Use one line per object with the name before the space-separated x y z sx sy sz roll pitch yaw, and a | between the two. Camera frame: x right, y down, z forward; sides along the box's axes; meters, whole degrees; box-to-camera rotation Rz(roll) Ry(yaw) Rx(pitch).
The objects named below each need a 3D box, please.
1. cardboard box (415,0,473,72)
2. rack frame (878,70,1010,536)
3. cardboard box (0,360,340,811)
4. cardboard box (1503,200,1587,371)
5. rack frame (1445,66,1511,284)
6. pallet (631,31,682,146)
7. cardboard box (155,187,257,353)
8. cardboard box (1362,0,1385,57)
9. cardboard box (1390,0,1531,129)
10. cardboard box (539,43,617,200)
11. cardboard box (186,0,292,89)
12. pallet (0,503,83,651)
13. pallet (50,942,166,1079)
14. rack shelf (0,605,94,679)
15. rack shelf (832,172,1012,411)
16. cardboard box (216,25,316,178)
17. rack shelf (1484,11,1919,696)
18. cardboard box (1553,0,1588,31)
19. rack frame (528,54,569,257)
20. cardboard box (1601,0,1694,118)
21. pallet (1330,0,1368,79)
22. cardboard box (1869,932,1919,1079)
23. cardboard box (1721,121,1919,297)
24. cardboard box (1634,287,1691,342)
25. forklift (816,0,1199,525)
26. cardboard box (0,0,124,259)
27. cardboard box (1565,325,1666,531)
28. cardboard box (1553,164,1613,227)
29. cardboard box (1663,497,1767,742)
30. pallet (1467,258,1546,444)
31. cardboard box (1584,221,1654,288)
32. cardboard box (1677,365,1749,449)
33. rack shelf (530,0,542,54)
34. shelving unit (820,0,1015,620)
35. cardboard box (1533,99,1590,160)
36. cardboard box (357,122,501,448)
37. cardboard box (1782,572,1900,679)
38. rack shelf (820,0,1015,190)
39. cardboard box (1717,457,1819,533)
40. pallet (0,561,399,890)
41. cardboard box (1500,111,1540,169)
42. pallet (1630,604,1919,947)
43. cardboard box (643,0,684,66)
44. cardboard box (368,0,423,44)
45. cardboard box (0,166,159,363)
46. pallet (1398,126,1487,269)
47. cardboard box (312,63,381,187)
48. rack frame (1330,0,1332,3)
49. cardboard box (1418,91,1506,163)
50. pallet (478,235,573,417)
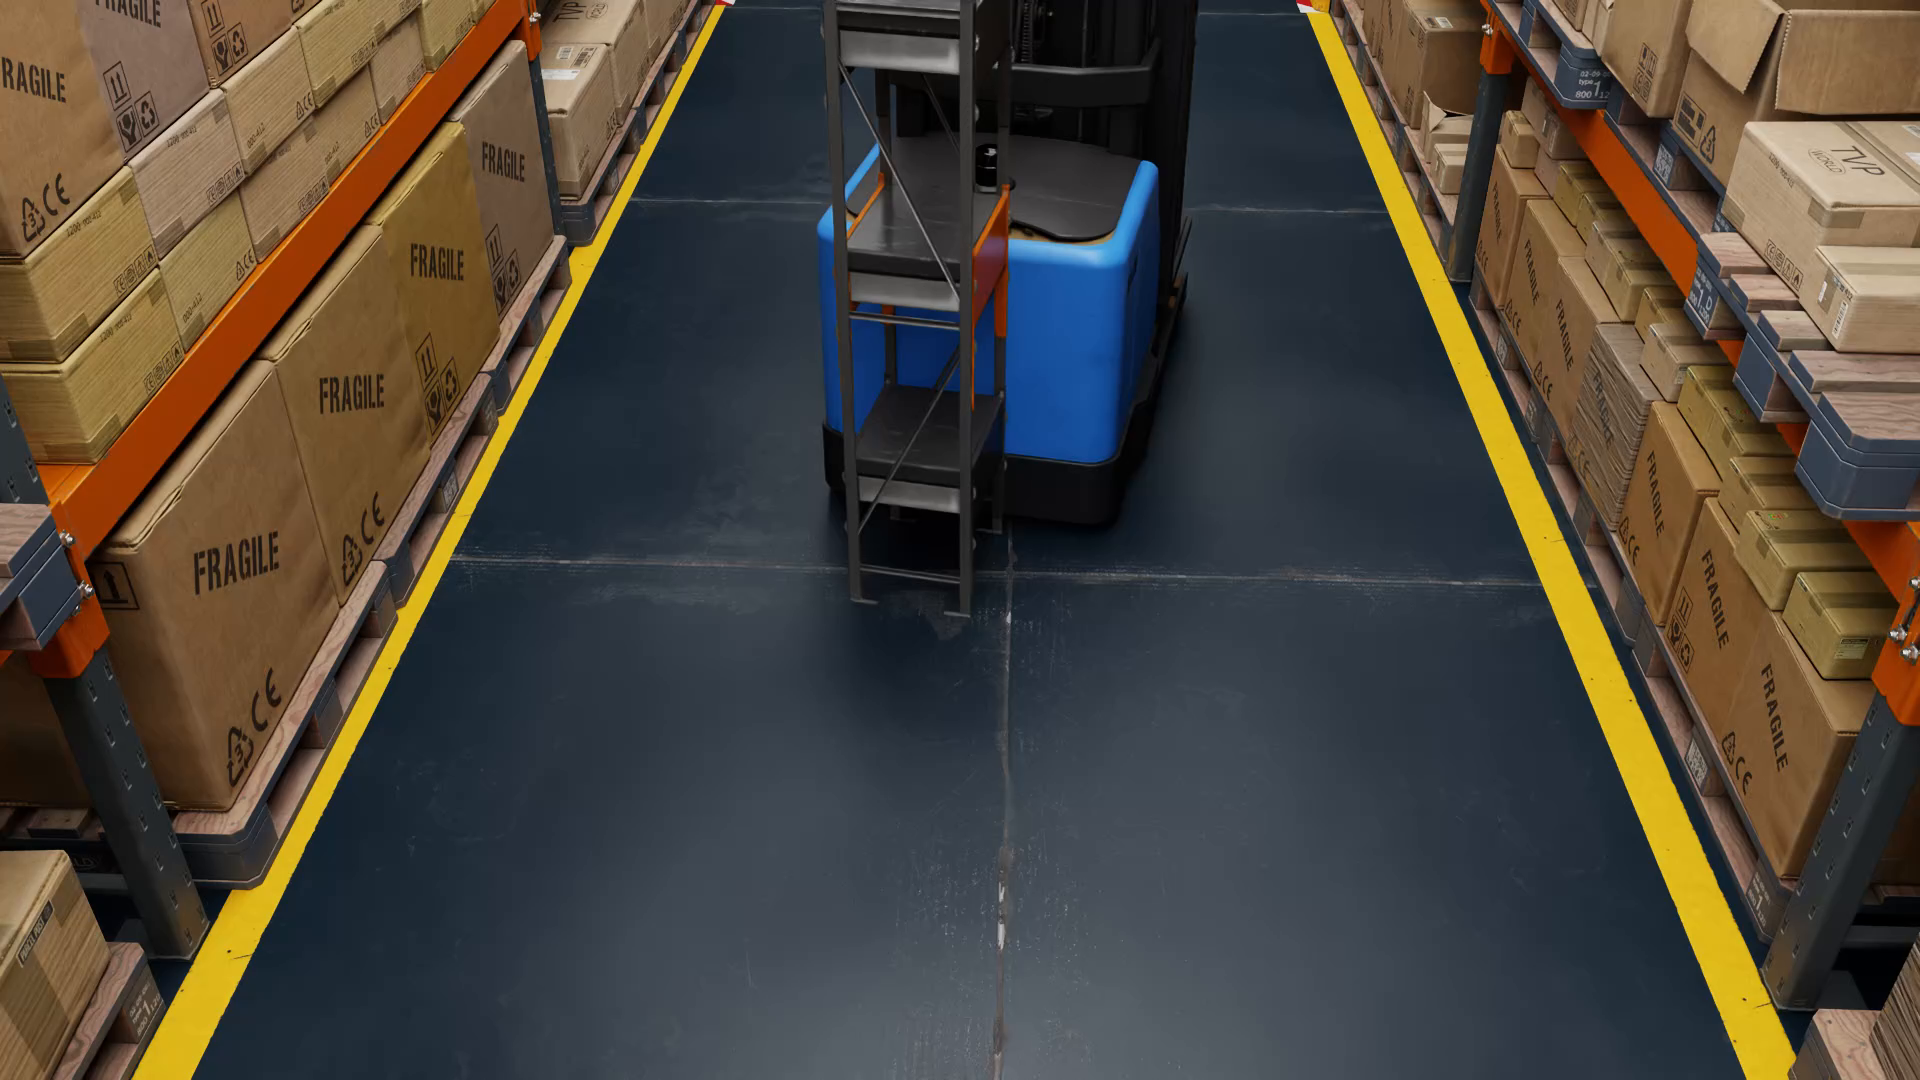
cardboard box | -2.075 -1.881 5.948 0.500 0.250 0.500 1 35 1
rack frame | -0.049 -0.904 5.210 0.400 2.100 0.015 8 36 11
cardboard box | -2.337 0.102 4.479 0.875 0.875 0.875 1 35 1
cardboard box | 2.417 -0.956 6.311 0.500 0.500 0.500 1 35 1
rack frame | 2.673 -2.386 6.536 1.000 3.000 0.127 1 35 2
pallet | -2.132 -2.496 9.117 1.003 0.211 1.213 1 35 2
cardboard box | -2.174 -0.710 4.282 0.500 0.250 0.500 0 35 1
cardboard box | 2.641 -2.994 9.210 0.700 0.500 0.500 3 35 4
cardboard box | 2.599 -2.398 8.361 0.700 0.500 0.500 0 35 0
cardboard box | -2.155 -1.980 7.822 0.875 0.438 0.875 1 35 1
cardboard box | -2.137 -1.510 4.334 0.500 0.500 0.500 2 35 3
pallet | -2.370 0.290 2.896 1.213 0.211 1.003 1 35 2
pallet | -2.481 1.389 3.590 1.003 0.211 1.213 1 35 2
rack shelf | -2.528 1.243 1.998 1.077 0.370 4.000 1 35 2
rack shelf | -0.105 -0.756 5.024 0.431 0.518 0.480 8 36 11
cardboard box | -2.127 -1.212 4.562 0.500 0.250 0.500 1 35 2
rack shelf | 2.592 -0.943 5.108 1.077 0.370 4.000 1 35 2
cardboard box | 2.409 -2.029 5.576 0.700 0.500 0.500 2 35 2
rack frame | -2.287 -2.499 6.697 1.000 3.000 0.127 1 35 2
cardboard box | 2.377 -1.578 4.934 0.700 0.500 0.500 1 35 2
pallet | 2.799 -3.042 9.894 1.003 0.211 1.213 1 35 2
cardboard box | 2.473 1.070 3.319 0.875 0.625 0.625 2 35 3
cardboard box | 2.231 -0.812 4.062 0.500 0.250 0.500 0 35 0
cardboard box | 2.421 -0.693 5.372 0.380 0.149 0.250 1 35 2
forklift | 0.356 -2.097 6.184 1.130 2.935 3.031 8 36 11
cardboard box | -2.184 -0.928 3.505 0.500 0.500 0.500 0 35 0
cardboard box | 2.365 -0.372 5.479 0.500 0.500 0.500 0 35 0
cardboard box | 2.460 -1.292 6.224 0.380 0.149 0.250 0 35 -1
cardboard box | 2.345 0.228 4.626 0.500 0.500 0.500 1 35 1
pallet | 2.678 -0.777 6.672 1.003 0.211 1.213 1 35 2
cardboard box | 2.415 -0.992 5.797 0.380 0.149 0.250 1 35 2
cardboard box | 2.379 -0.394 4.946 0.380 0.149 0.250 1 35 1
rack shelf | -2.207 -3.353 8.538 1.077 0.370 4.000 1 35 2
shelving unit | -0.105 -0.767 5.016 0.431 2.100 0.503 8 36 11
cardboard box | 2.430 -1.572 6.364 0.380 0.149 0.250 0 35 0
cardboard box | -2.261 -0.924 5.939 0.875 0.875 0.875 2 35 3
cardboard box | 2.279 0.208 4.090 0.380 0.149 0.250 0 35 0
rack shelf | -0.105 -1.329 4.621 0.431 0.518 0.480 8 36 11
cardboard box | 2.313 -0.100 4.528 0.380 0.149 0.250 0 35 0
pallet | -2.341 0.489 4.870 1.003 0.211 1.213 1 35 2
cardboard box | 2.392 -1.601 6.663 0.380 0.149 0.250 3 35 4
pallet | 2.580 0.625 4.677 1.003 0.211 1.213 1 35 2
cardboard box | -2.082 -3.013 9.291 0.875 0.438 0.875 2 35 3
cardboard box | -2.089 -1.798 5.395 0.500 0.250 0.500 2 35 3
cardboard box | -2.181 -0.629 3.732 0.500 0.250 0.500 1 35 2
pallet | 2.701 -1.640 7.900 1.003 0.211 1.213 1 35 2
cardboard box | -2.131 -1.295 5.114 0.500 0.250 0.500 1 35 2
rack frame | 2.833 -4.684 9.806 1.000 3.000 0.127 1 35 2
cardboard box | 2.416 -1.971 7.959 0.396 0.266 0.258 3 35 4
pallet | -2.243 -0.913 6.865 1.003 0.211 1.213 1 35 2
